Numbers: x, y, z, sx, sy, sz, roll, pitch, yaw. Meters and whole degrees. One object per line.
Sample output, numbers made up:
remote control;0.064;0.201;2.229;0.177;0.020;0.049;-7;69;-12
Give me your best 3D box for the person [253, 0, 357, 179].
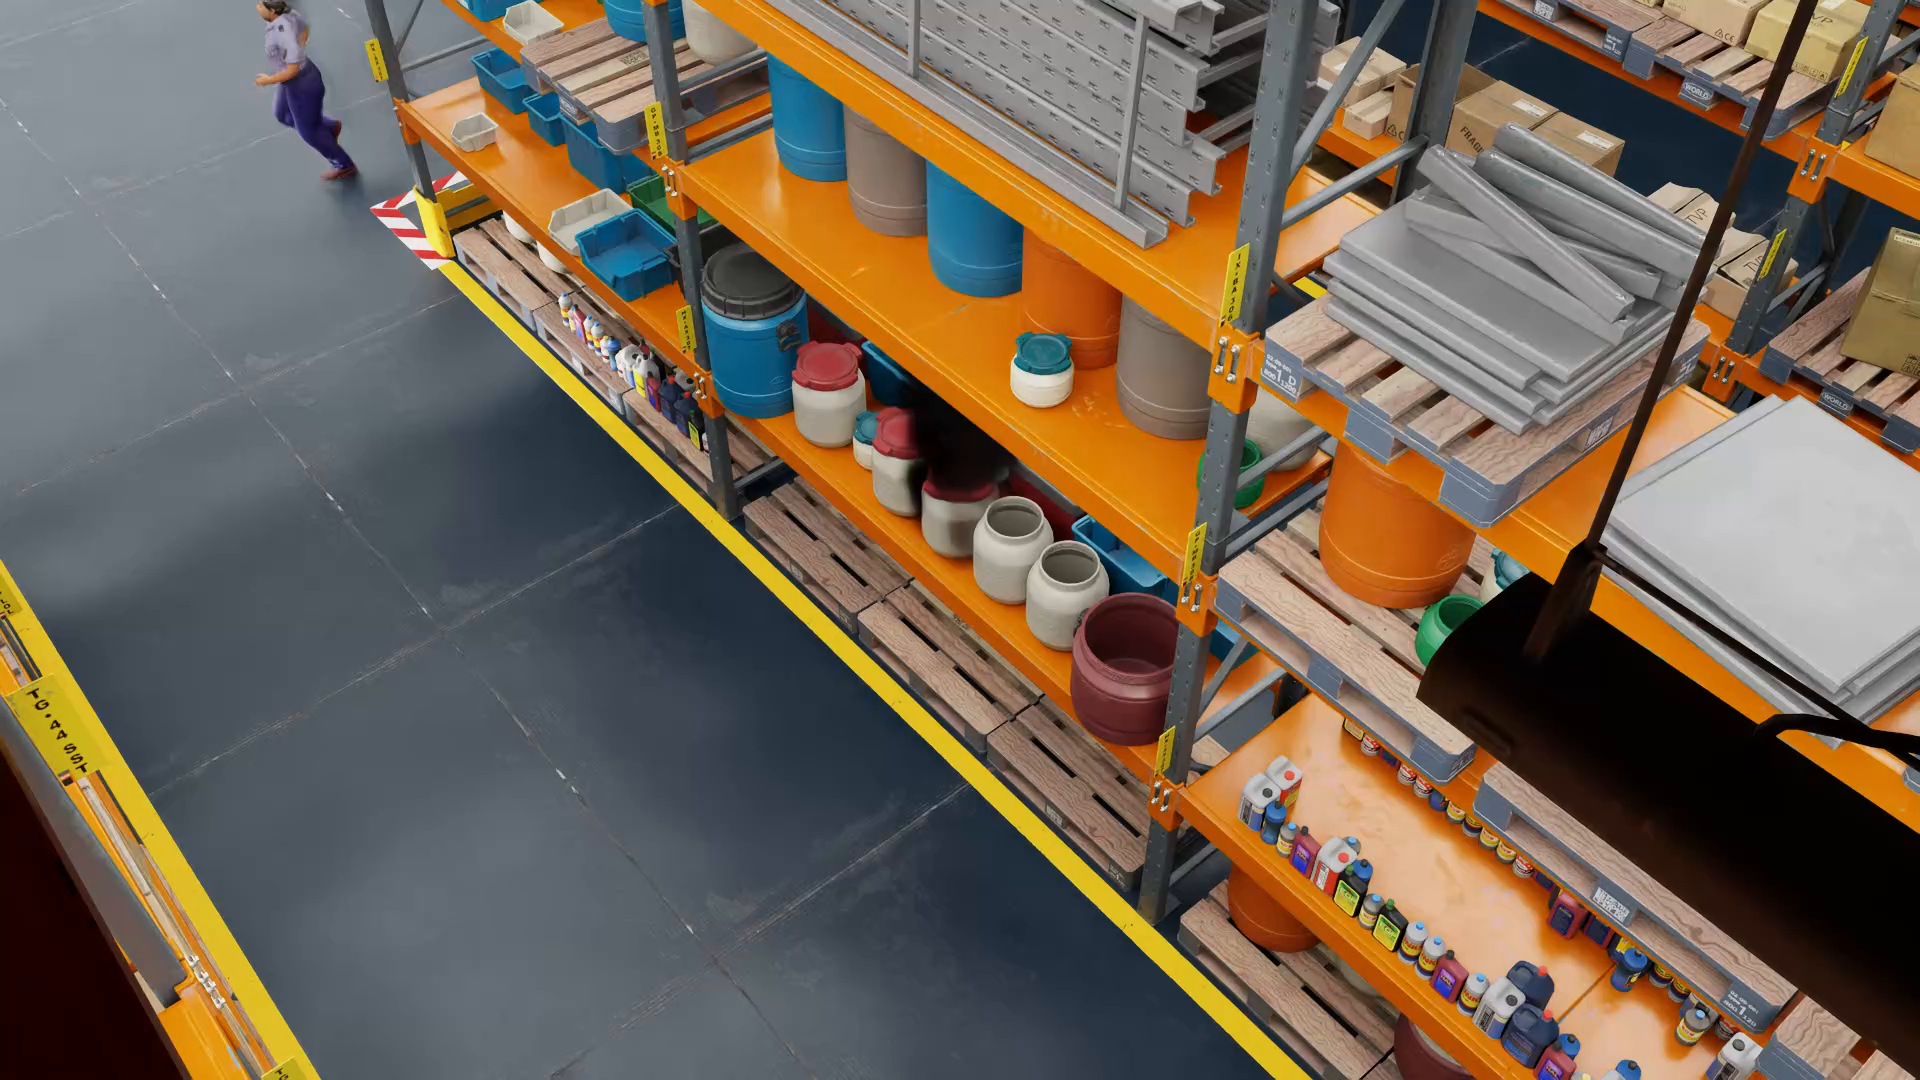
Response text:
person;-5.366;-3.669;13.387;0.556;1.624;0.648;-14;48;-13
